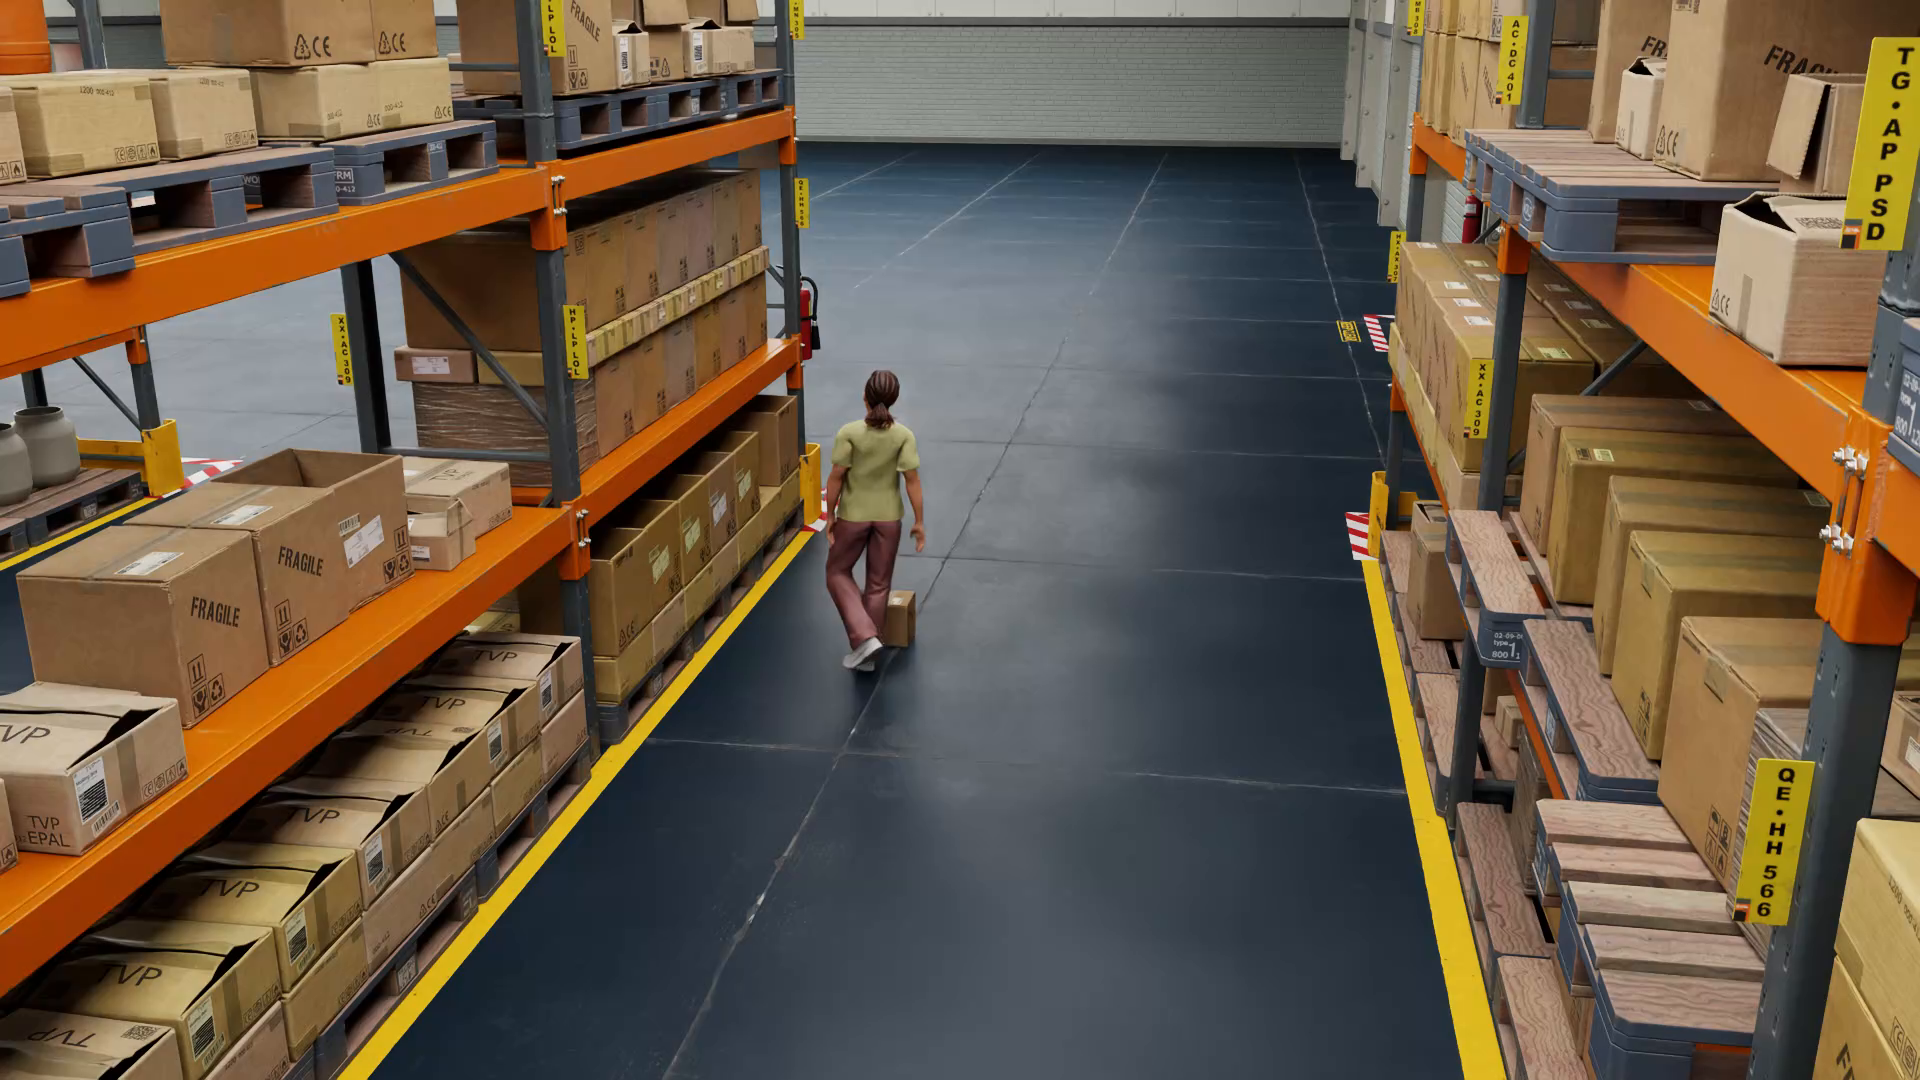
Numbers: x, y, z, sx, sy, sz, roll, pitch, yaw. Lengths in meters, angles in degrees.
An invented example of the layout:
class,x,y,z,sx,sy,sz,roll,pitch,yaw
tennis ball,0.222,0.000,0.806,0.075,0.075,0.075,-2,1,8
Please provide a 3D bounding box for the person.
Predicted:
class,x,y,z,sx,sy,sz,roll,pitch,yaw
person,-0.452,-0.090,8.808,0.510,1.669,0.461,-2,18,-5
